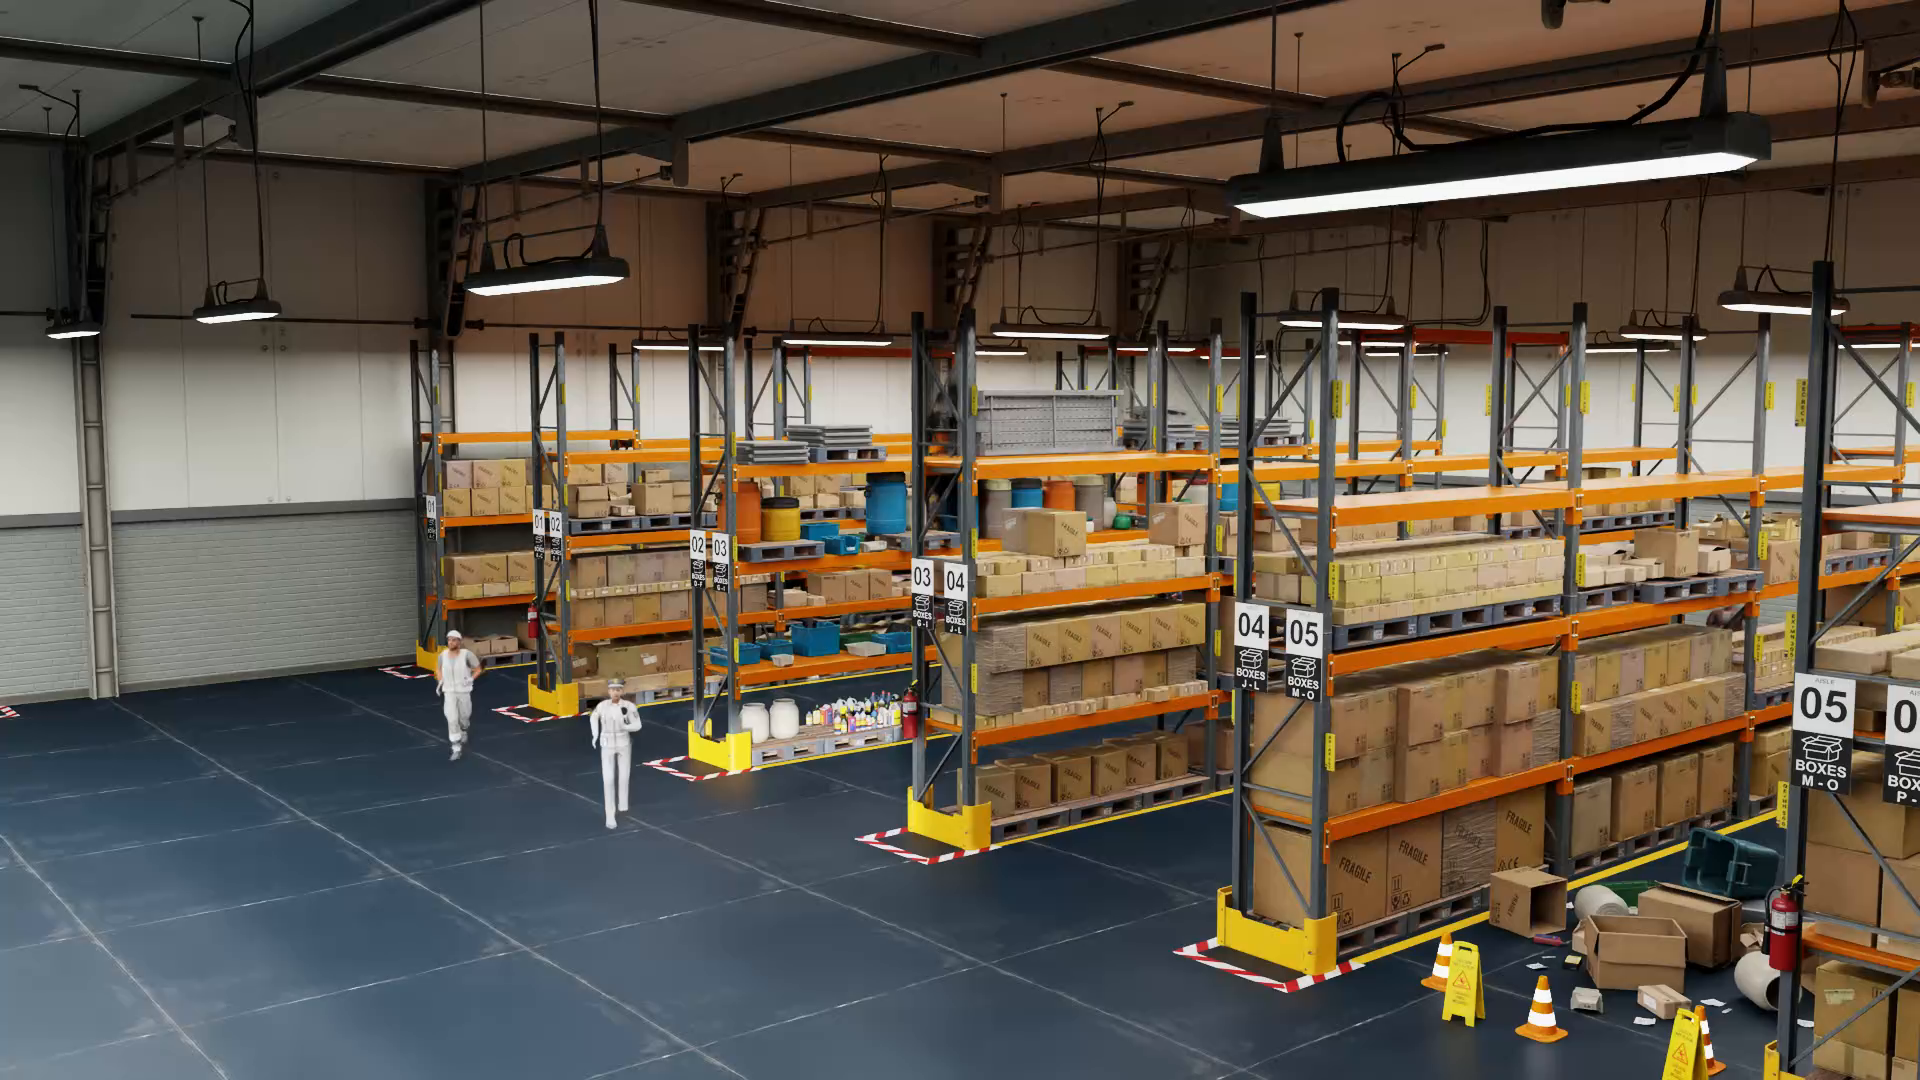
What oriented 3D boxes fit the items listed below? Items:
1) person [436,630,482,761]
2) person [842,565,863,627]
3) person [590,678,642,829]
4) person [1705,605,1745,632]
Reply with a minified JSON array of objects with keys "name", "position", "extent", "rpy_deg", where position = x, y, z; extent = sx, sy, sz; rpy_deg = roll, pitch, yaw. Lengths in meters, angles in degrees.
[{"name":"person","position":[-7.008,2.141,23.242],"extent":[0.646,1.779,0.816],"rpy_deg":[-1,5,-6]},{"name":"person","position":[-2.046,1.285,32.669],"extent":[0.698,1.718,0.606],"rpy_deg":[5,7,43]},{"name":"person","position":[-4.081,2.479,19.753],"extent":[0.598,1.720,0.860],"rpy_deg":[-1,5,-12]},{"name":"person","position":[12.592,1.753,27.246],"extent":[0.726,1.776,1.009],"rpy_deg":[5,7,43]}]
